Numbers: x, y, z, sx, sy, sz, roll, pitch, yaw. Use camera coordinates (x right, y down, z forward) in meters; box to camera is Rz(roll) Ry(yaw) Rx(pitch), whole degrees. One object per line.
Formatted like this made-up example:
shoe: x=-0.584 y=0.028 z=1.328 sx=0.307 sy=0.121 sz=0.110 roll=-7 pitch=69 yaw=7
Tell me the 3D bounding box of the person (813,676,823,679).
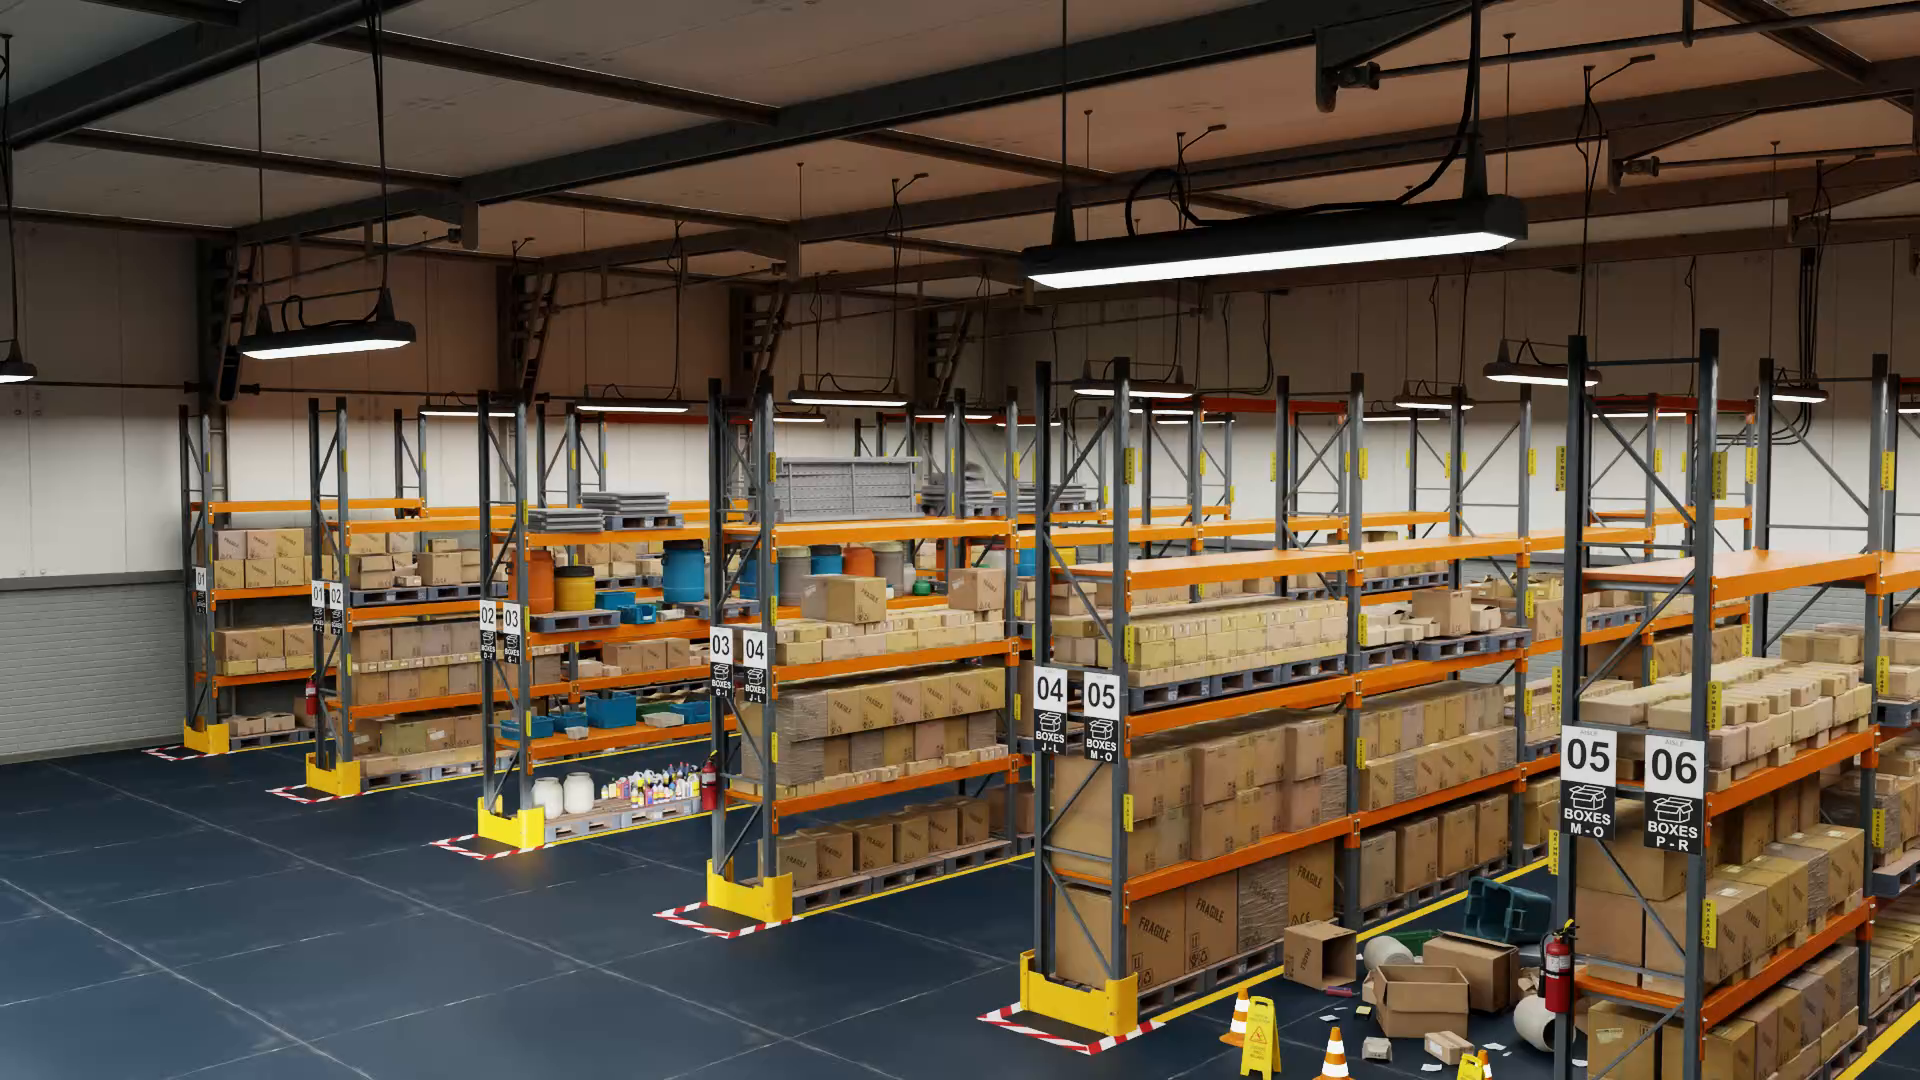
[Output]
person: x=-2.258 y=2.809 z=28.718 sx=0.701 sy=1.700 sz=0.614 roll=0 pitch=3 yaw=7
